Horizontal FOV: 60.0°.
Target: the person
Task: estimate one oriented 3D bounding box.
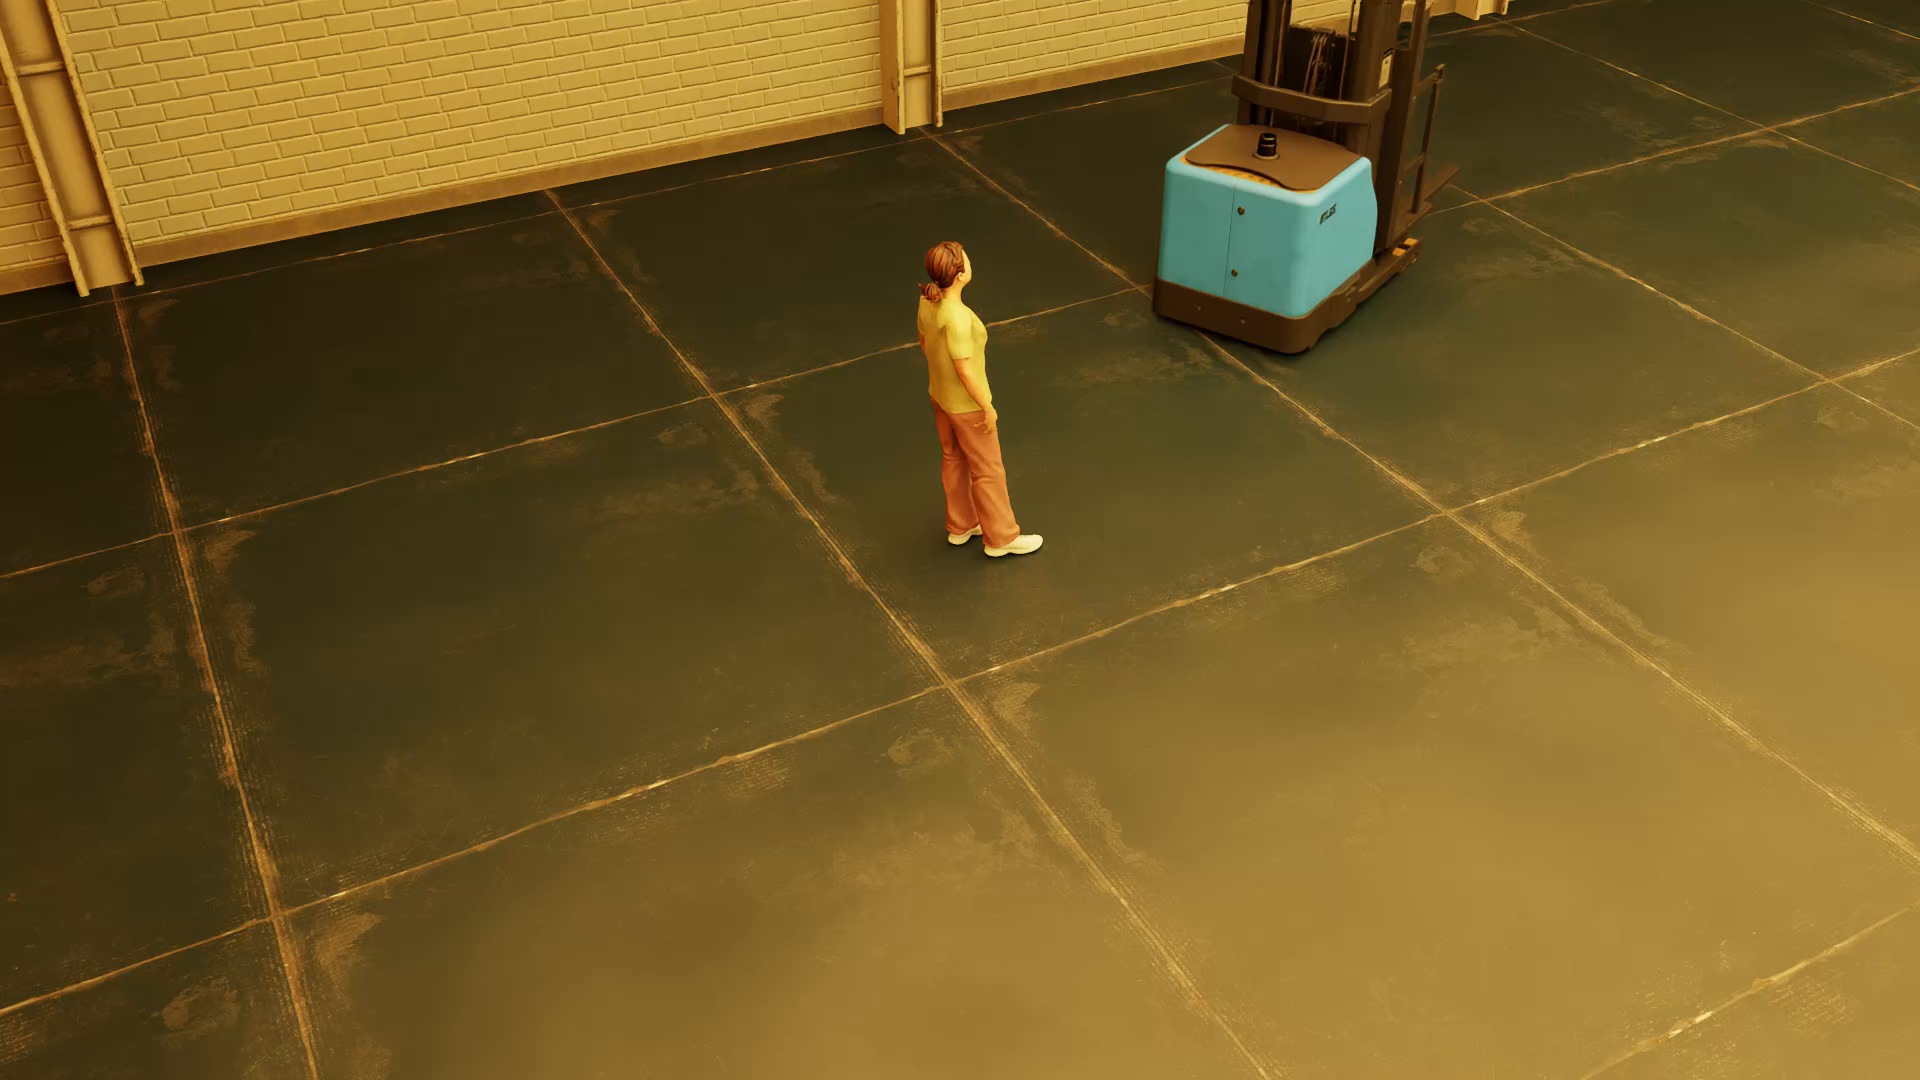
[{"bbox_3d":[0.070,-0.704,8.195,0.549,1.675,0.555,-17,39,-23],"label":"person"}]

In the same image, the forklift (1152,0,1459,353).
[{"bbox_3d":[2.494,-3.139,10.564,1.130,2.935,3.031,22,41,28],"label":"forklift"}]
